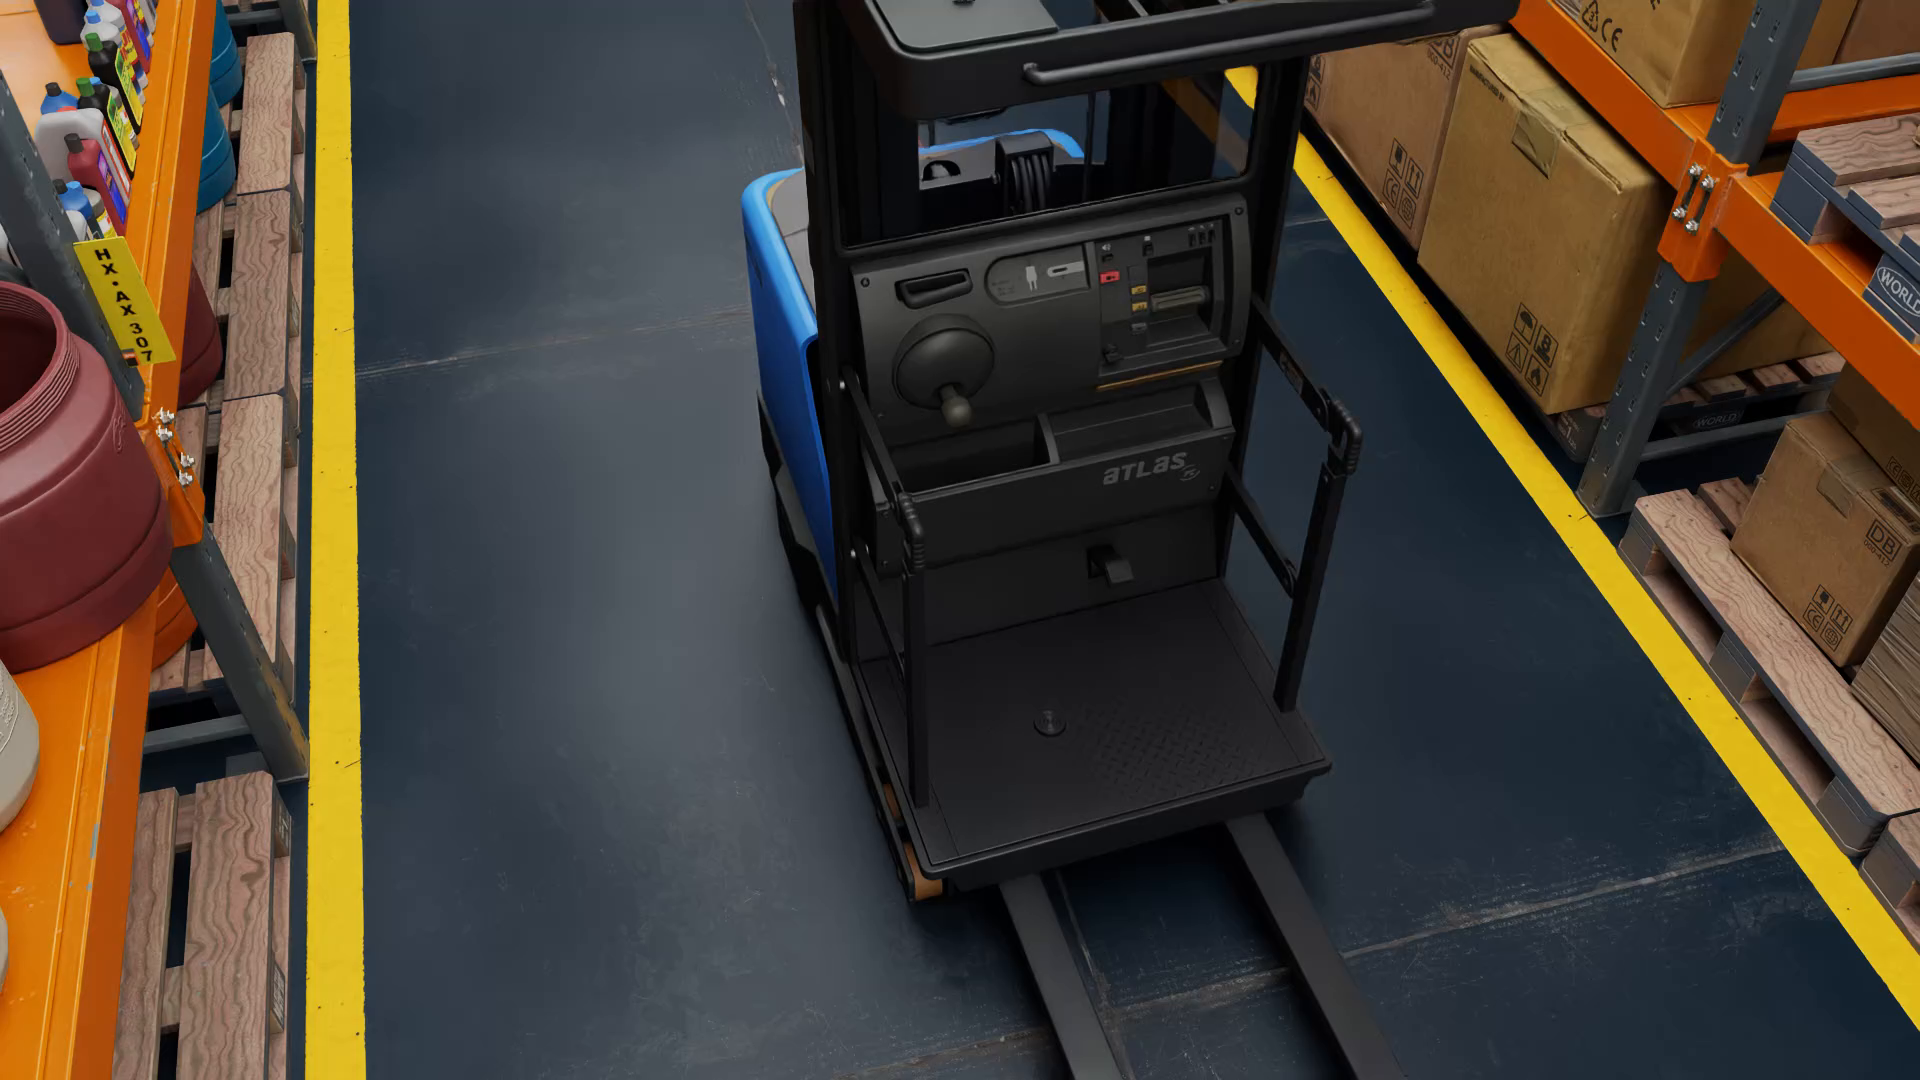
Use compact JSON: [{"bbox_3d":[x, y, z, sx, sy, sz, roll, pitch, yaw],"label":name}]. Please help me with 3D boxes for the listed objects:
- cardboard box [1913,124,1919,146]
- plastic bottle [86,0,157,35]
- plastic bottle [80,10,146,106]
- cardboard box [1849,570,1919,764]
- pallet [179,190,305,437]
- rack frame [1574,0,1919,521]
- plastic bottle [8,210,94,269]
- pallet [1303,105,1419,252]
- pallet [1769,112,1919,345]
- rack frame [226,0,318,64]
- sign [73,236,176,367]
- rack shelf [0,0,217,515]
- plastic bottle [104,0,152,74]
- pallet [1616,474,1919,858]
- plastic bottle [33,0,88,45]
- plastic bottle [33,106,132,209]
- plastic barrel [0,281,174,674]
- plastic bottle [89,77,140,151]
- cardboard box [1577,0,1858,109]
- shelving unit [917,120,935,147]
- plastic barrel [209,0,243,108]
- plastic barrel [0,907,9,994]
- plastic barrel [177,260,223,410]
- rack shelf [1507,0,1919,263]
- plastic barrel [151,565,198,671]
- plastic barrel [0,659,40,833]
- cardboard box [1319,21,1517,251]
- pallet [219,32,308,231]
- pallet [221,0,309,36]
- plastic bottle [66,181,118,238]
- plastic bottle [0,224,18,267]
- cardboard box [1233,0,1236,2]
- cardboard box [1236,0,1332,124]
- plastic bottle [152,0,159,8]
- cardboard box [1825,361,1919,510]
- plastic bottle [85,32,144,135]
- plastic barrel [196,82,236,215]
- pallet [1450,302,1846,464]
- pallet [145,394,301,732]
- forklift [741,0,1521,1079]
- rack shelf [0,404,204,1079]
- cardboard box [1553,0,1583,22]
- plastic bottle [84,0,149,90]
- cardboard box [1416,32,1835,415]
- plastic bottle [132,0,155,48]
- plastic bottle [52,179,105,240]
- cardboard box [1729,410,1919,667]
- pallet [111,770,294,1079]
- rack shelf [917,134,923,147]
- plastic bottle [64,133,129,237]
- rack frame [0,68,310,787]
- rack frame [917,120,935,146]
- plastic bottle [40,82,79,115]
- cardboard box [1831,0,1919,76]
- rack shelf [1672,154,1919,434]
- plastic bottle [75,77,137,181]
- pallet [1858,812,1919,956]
[{"bbox_3d":[2.667,-1.061,3.825,0.500,0.500,0.500,-16,48,-15],"label":"cardboard box"},{"bbox_3d":[-2.451,-1.610,4.815,0.152,0.276,0.135,-11,47,-10],"label":"plastic bottle"},{"bbox_3d":[-2.311,-1.307,4.521,0.097,0.271,0.097,0,46,0],"label":"plastic bottle"},{"bbox_3d":[2.835,0.316,4.282,0.700,0.500,0.500,-14,47,-14],"label":"cardboard box"},{"bbox_3d":[-2.849,-0.740,5.827,1.003,0.211,1.213,-11,47,-10],"label":"pallet"},{"bbox_3d":[2.490,-1.244,4.369,1.000,3.000,0.127,-11,47,-10],"label":"rack frame"},{"bbox_3d":[-2.096,-0.653,3.877,0.152,0.276,0.135,-11,47,-10],"label":"plastic bottle"},{"bbox_3d":[2.052,-1.667,6.736,1.003,0.211,1.213,-11,47,-10],"label":"pallet"},{"bbox_3d":[2.775,-0.704,3.974,1.213,0.211,1.003,-11,47,-10],"label":"pallet"},{"bbox_3d":[-3.322,-3.100,6.188,1.000,3.000,0.127,-11,47,-10],"label":"rack frame"},{"bbox_3d":[-1.768,-0.501,3.527,0.100,0.325,0.005,-11,47,-10],"label":"sign"},{"bbox_3d":[-2.810,-1.468,5.092,1.077,0.370,4.000,-11,47,-10],"label":"rack shelf"},{"bbox_3d":[-2.348,-1.462,4.664,0.061,0.283,0.133,-11,47,-10],"label":"plastic bottle"},{"bbox_3d":[2.688,0.272,4.836,1.003,0.211,1.213,-11,47,-10],"label":"pallet"},{"bbox_3d":[-2.601,-1.627,4.779,0.144,0.351,0.185,-11,47,-10],"label":"plastic bottle"},{"bbox_3d":[-2.215,-0.972,4.190,0.152,0.276,0.135,-11,47,-10],"label":"plastic bottle"},{"bbox_3d":[-1.886,-0.121,3.173,0.600,0.536,0.708,-11,47,-10],"label":"plastic barrel"},{"bbox_3d":[-2.252,-1.123,4.390,0.097,0.201,0.097,0,46,0],"label":"plastic bottle"},{"bbox_3d":[2.124,-1.574,4.623,0.500,0.500,0.500,-9,46,-9],"label":"cardboard box"},{"bbox_3d":[-0.218,-0.907,5.298,0.258,1.200,0.189,-13,47,-12],"label":"shelving unit"},{"bbox_3d":[-3.199,-2.134,6.416,0.600,0.901,0.708,-11,47,-10],"label":"plastic barrel"},{"bbox_3d":[-1.720,0.584,2.499,0.421,0.512,0.421,0,46,0],"label":"plastic barrel"},{"bbox_3d":[-2.729,-0.756,5.285,0.600,0.588,0.708,-11,47,-10],"label":"plastic barrel"},{"bbox_3d":[1.978,-2.373,5.979,1.077,0.370,4.000,-11,47,-10],"label":"rack shelf"},{"bbox_3d":[-2.440,-0.061,4.435,0.600,0.830,0.708,-11,47,-10],"label":"plastic barrel"},{"bbox_3d":[-1.828,0.294,2.784,0.421,0.512,0.421,0,46,0],"label":"plastic barrel"},{"bbox_3d":[2.112,-1.745,6.053,1.225,0.875,0.875,-11,47,-10],"label":"cardboard box"},{"bbox_3d":[-3.165,-1.584,6.654,1.003,0.211,1.213,-11,47,-10],"label":"pallet"},{"bbox_3d":[-3.548,-2.625,7.674,1.003,0.211,1.213,-11,47,-10],"label":"pallet"},{"bbox_3d":[-2.125,-0.779,4.052,0.097,0.201,0.097,0,46,0],"label":"plastic bottle"},{"bbox_3d":[-2.243,-0.625,3.849,0.152,0.276,0.135,-11,47,-10],"label":"plastic bottle"},{"bbox_3d":[1.649,-2.971,7.255,1.225,0.875,0.875,-11,47,-10],"label":"cardboard box"},{"bbox_3d":[1.879,-2.354,6.650,1.225,0.875,0.875,-12,47,-12],"label":"cardboard box"},{"bbox_3d":[-2.489,-1.748,4.897,0.144,0.351,0.185,-11,47,-10],"label":"plastic bottle"},{"bbox_3d":[2.690,-0.329,4.389,0.500,0.250,0.500,-9,46,-9],"label":"cardboard box"},{"bbox_3d":[-2.264,-1.235,4.442,0.061,0.283,0.133,-11,47,-10],"label":"plastic bottle"},{"bbox_3d":[-3.018,-1.645,5.937,0.600,0.901,0.708,-11,47,-10],"label":"plastic barrel"},{"bbox_3d":[2.361,-0.826,5.912,1.003,0.211,1.213,-11,47,-10],"label":"pallet"},{"bbox_3d":[-2.540,0.101,5.003,1.003,0.211,1.213,-11,47,-10],"label":"pallet"},{"bbox_3d":[0.288,-0.419,3.608,1.130,2.935,3.031,-13,47,-12],"label":"forklift"},{"bbox_3d":[-1.786,1.294,2.385,1.077,0.370,4.000,-11,47,-10],"label":"rack shelf"},{"bbox_3d":[2.002,-1.920,4.961,0.500,0.500,0.500,-11,47,-11],"label":"cardboard box"},{"bbox_3d":[-2.336,-1.374,4.587,0.097,0.271,0.097,0,46,0],"label":"plastic bottle"},{"bbox_3d":[2.333,-1.128,5.449,1.225,0.875,0.875,-13,47,-12],"label":"cardboard box"},{"bbox_3d":[-2.395,-1.534,4.743,0.097,0.271,0.097,0,46,0],"label":"plastic bottle"},{"bbox_3d":[-2.100,-0.736,3.962,0.097,0.271,0.097,0,46,0],"label":"plastic bottle"},{"bbox_3d":[2.681,-0.064,4.655,0.700,0.500,0.500,-13,47,-12],"label":"cardboard box"},{"bbox_3d":[-2.137,1.179,3.946,1.003,0.211,1.213,-11,47,-10],"label":"pallet"},{"bbox_3d":[-0.218,-1.127,5.073,0.258,0.103,0.180,-13,47,-12],"label":"rack shelf"},{"bbox_3d":[-2.136,-0.891,4.104,0.061,0.283,0.133,-11,47,-10],"label":"plastic bottle"},{"bbox_3d":[-2.298,-0.339,3.482,1.000,3.000,0.127,-11,47,-10],"label":"rack frame"},{"bbox_3d":[-0.190,-0.844,5.237,0.240,1.200,0.006,-13,47,-12],"label":"rack frame"},{"bbox_3d":[-2.277,-1.045,4.264,0.097,0.271,0.097,0,46,0],"label":"plastic bottle"},{"bbox_3d":[2.628,-1.664,4.711,0.500,0.500,0.500,-9,46,-9],"label":"cardboard box"},{"bbox_3d":[3.002,0.389,3.273,1.077,0.370,4.000,-11,47,-10],"label":"rack shelf"},{"bbox_3d":[-2.205,-1.076,4.286,0.061,0.283,0.133,-11,47,-10],"label":"plastic bottle"},{"bbox_3d":[2.997,1.112,4.012,1.003,0.211,1.213,-11,47,-10],"label":"pallet"}]
